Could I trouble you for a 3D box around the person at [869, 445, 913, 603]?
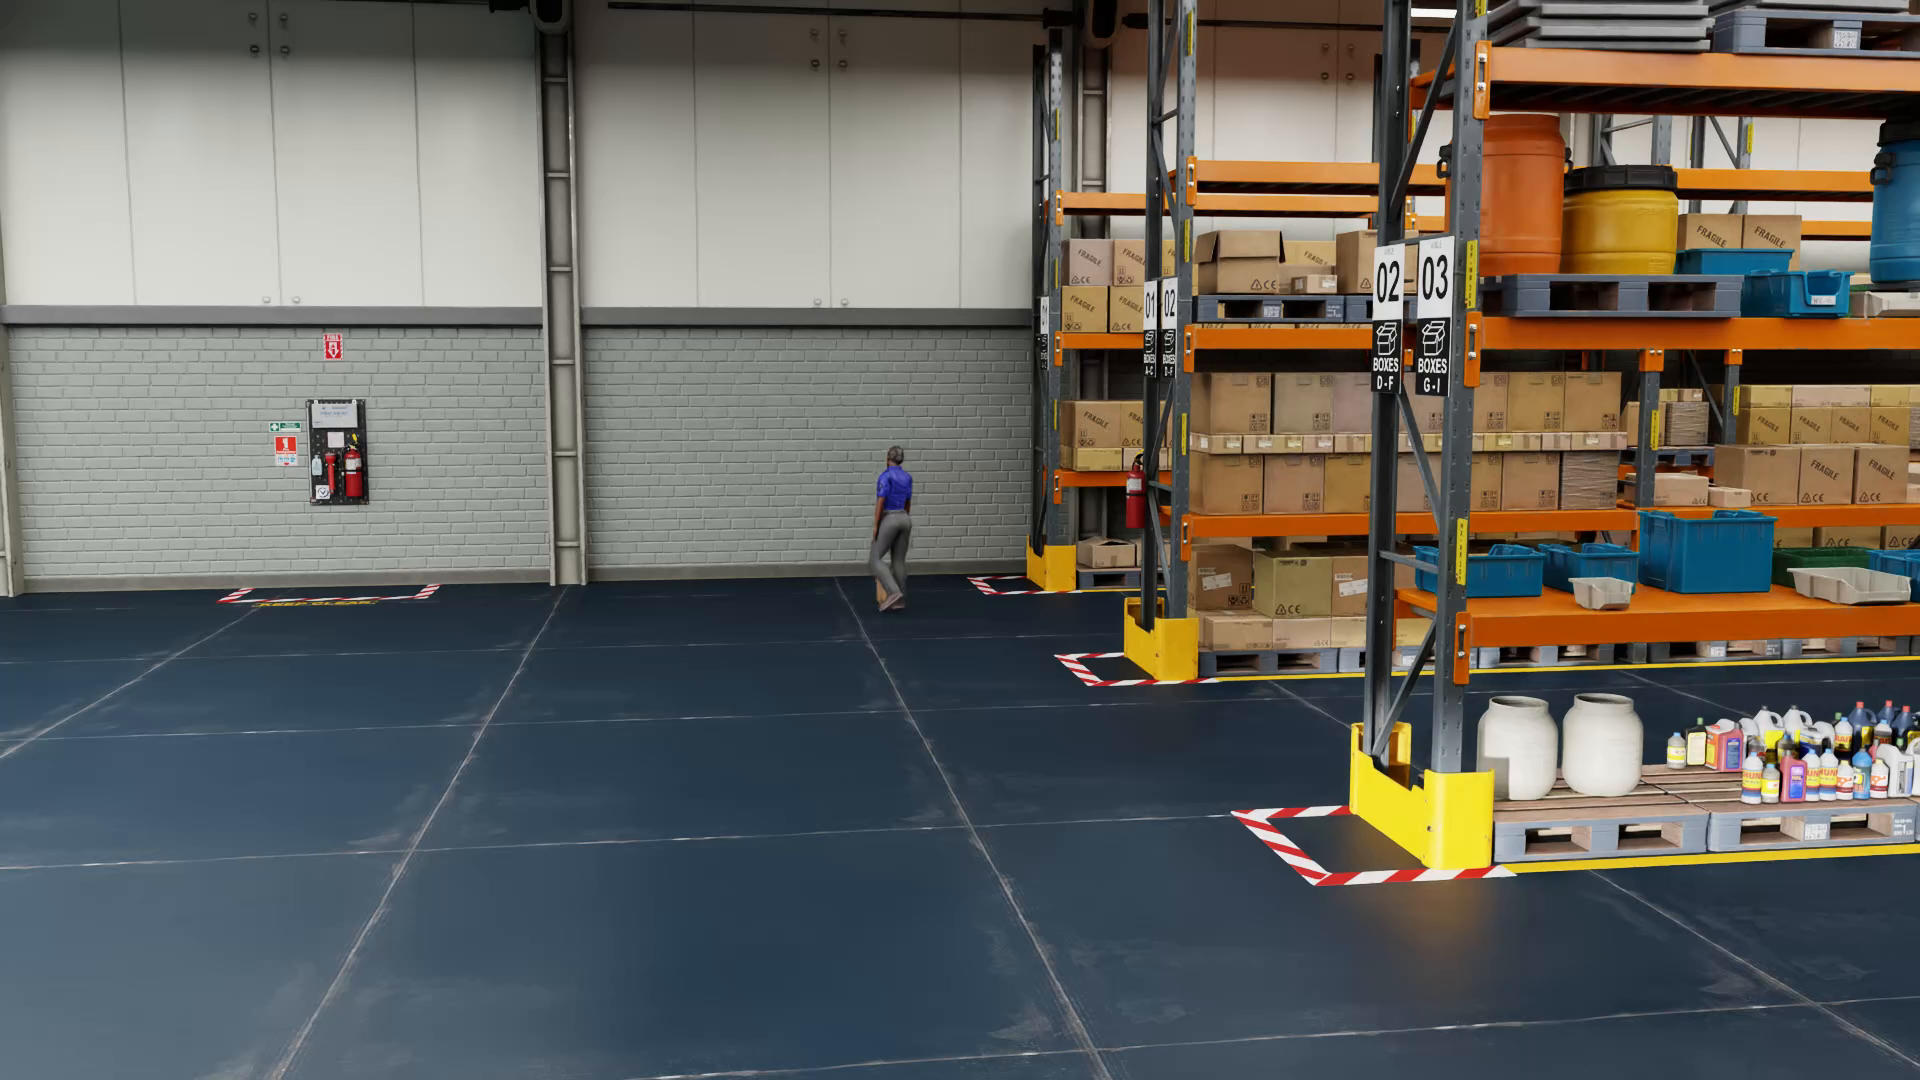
[{"bbox_3d":[-0.661,-0.154,16.754,0.477,1.586,0.383,-6,9,-43],"label":"person"}]
